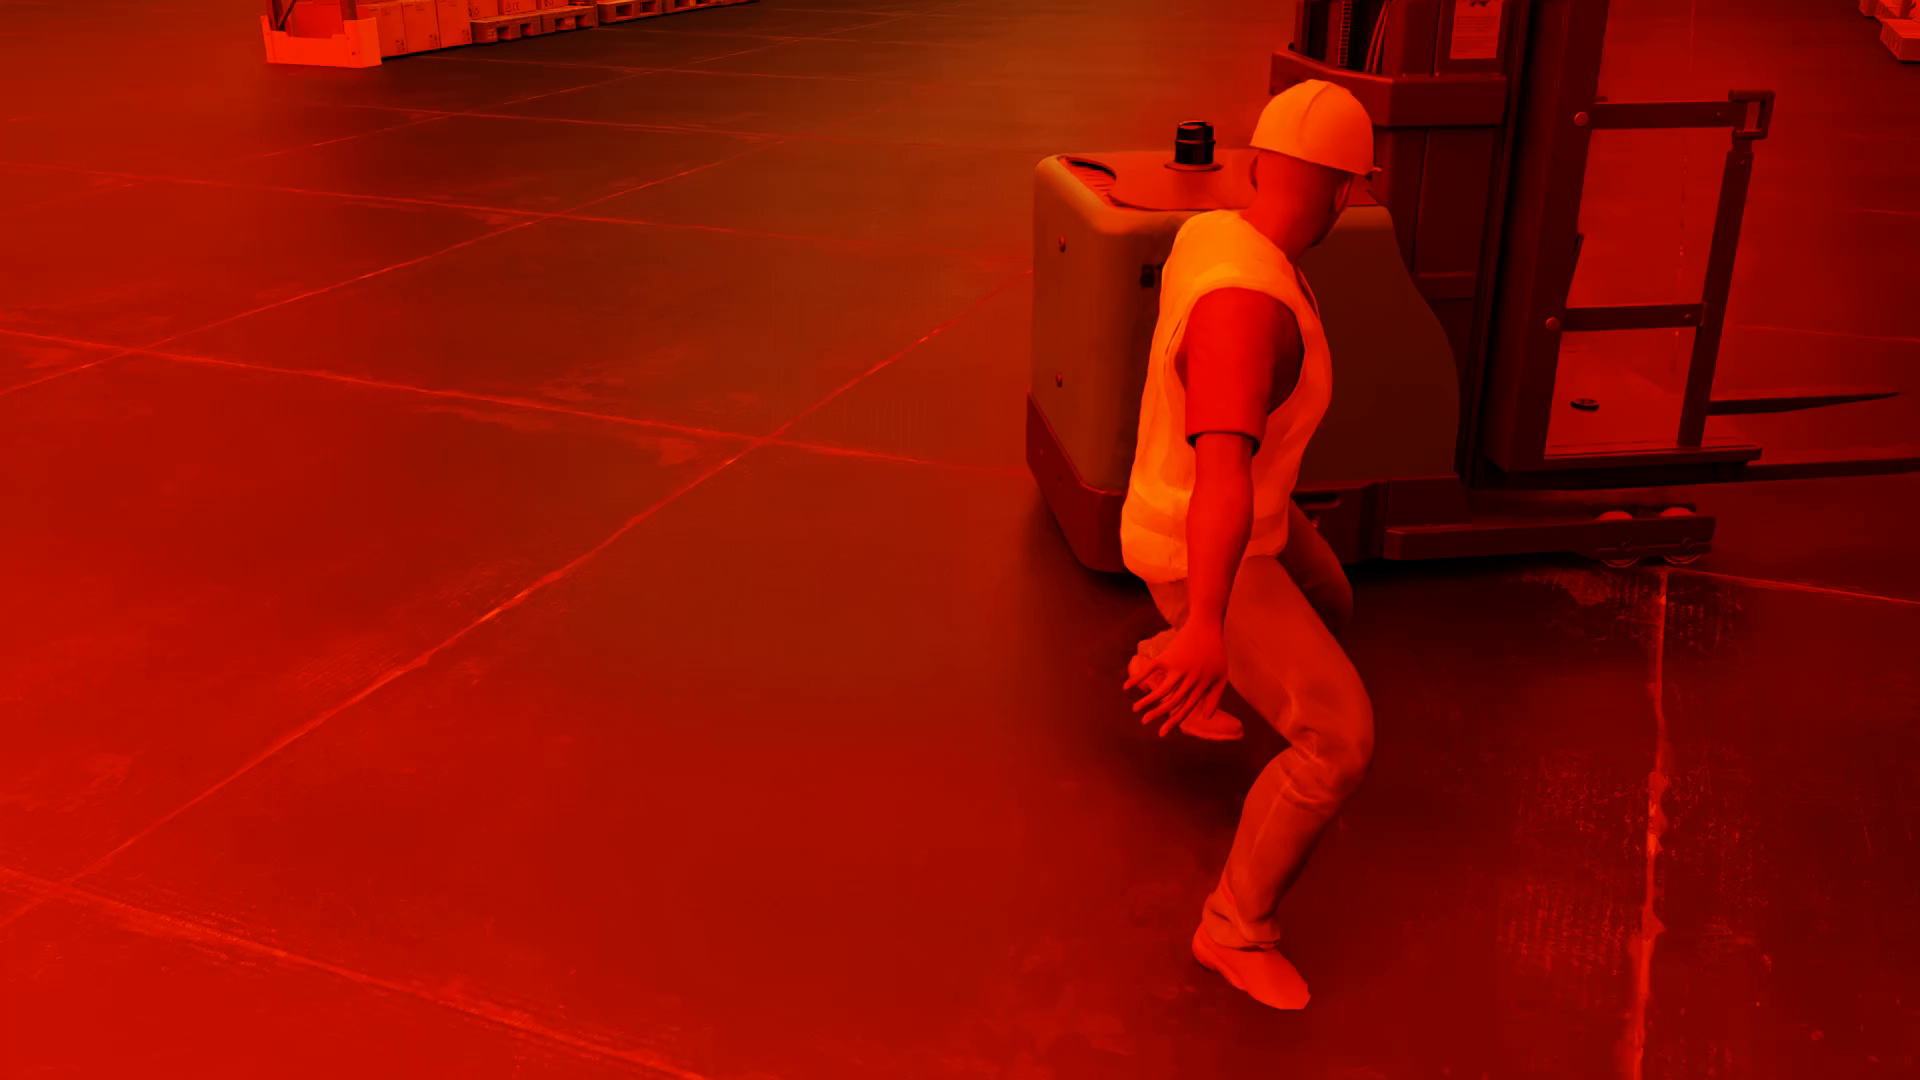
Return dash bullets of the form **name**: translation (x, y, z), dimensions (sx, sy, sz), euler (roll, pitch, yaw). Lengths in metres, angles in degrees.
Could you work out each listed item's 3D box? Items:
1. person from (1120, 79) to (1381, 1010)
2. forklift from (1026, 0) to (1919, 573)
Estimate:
- **person**: translation (0.533, -0.006, 3.098), dimensions (0.517, 1.653, 1.214), euler (5, 23, 11)
- **forklift**: translation (1.779, -1.469, 4.806), dimensions (3.031, 2.935, 1.130), euler (-3, 23, -7)
